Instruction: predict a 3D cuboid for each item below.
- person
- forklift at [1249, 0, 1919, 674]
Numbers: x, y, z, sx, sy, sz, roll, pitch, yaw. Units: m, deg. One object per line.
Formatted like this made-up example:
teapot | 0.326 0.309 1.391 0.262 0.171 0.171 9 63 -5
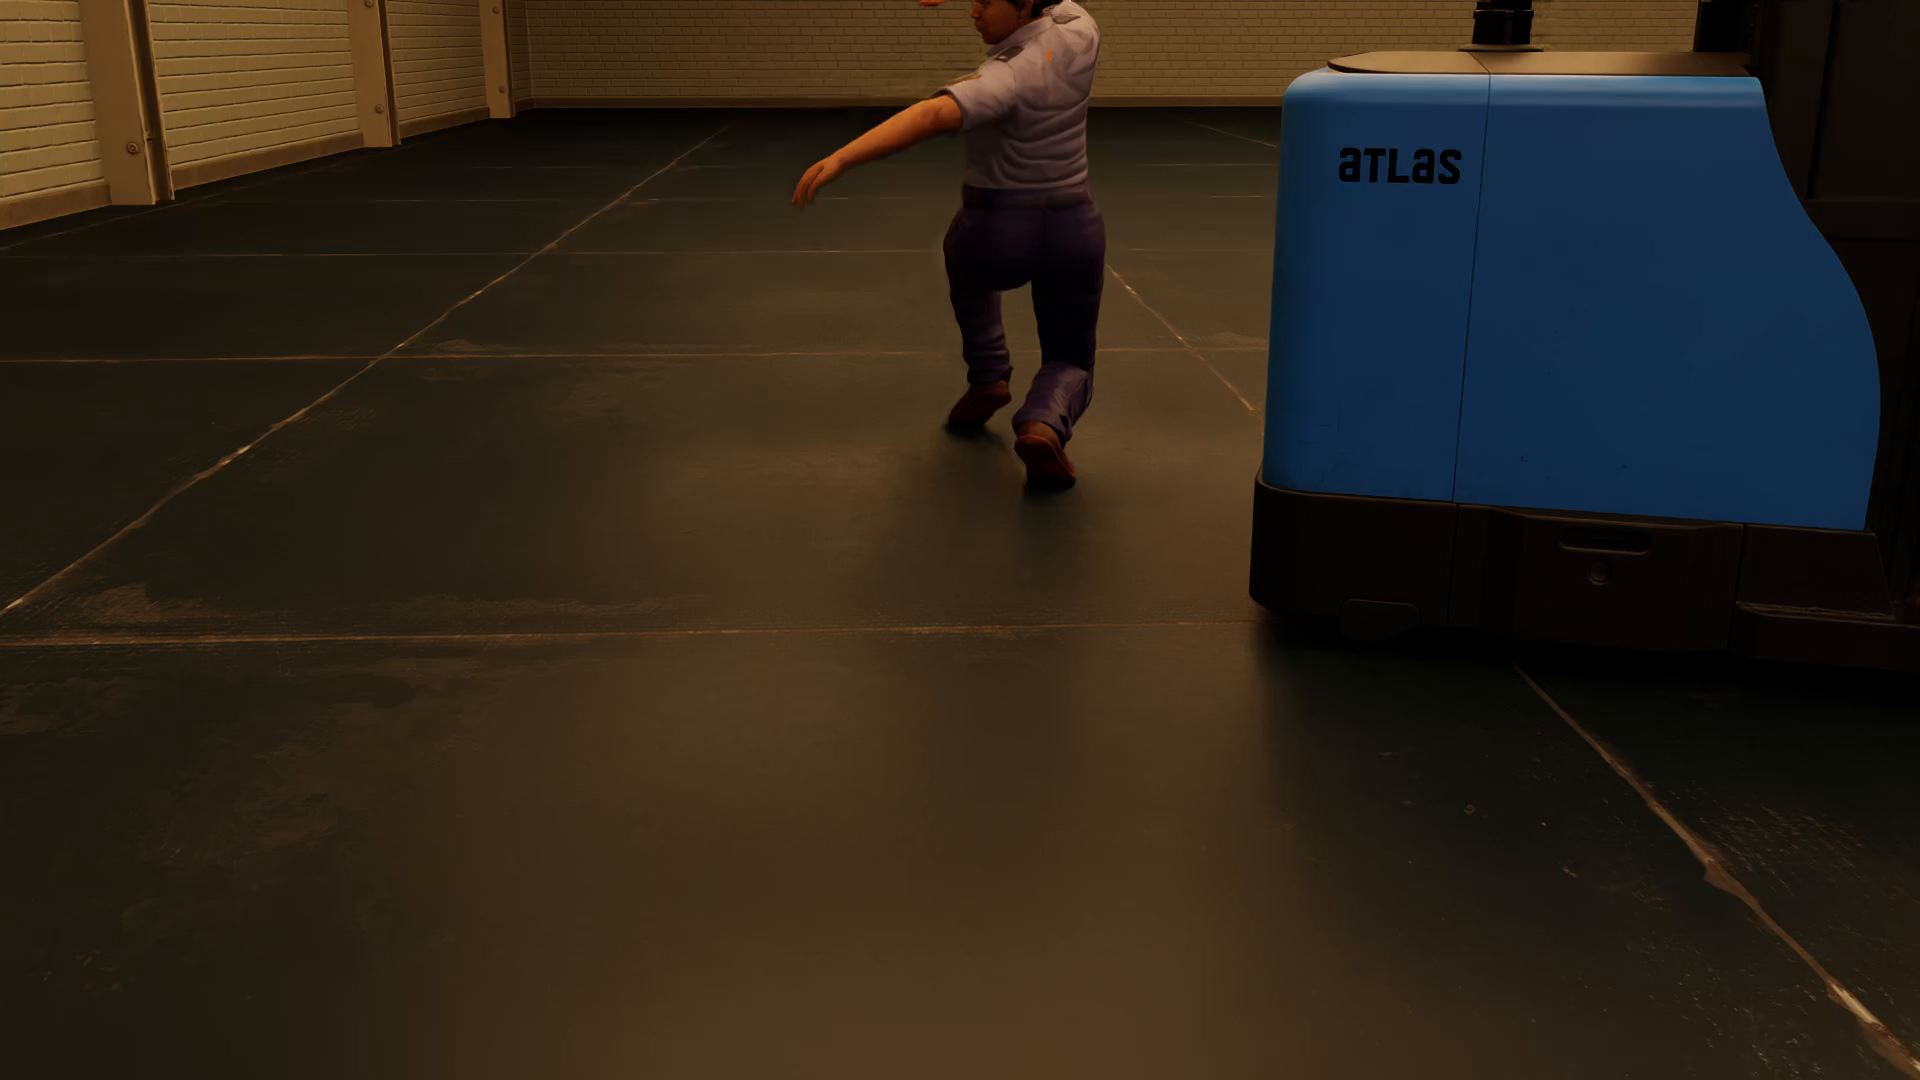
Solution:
person | -0.056 -0.864 4.441 0.912 1.373 0.929 -5 18 -15
forklift | 2.151 -1.228 2.921 3.031 2.935 1.130 5 18 15
